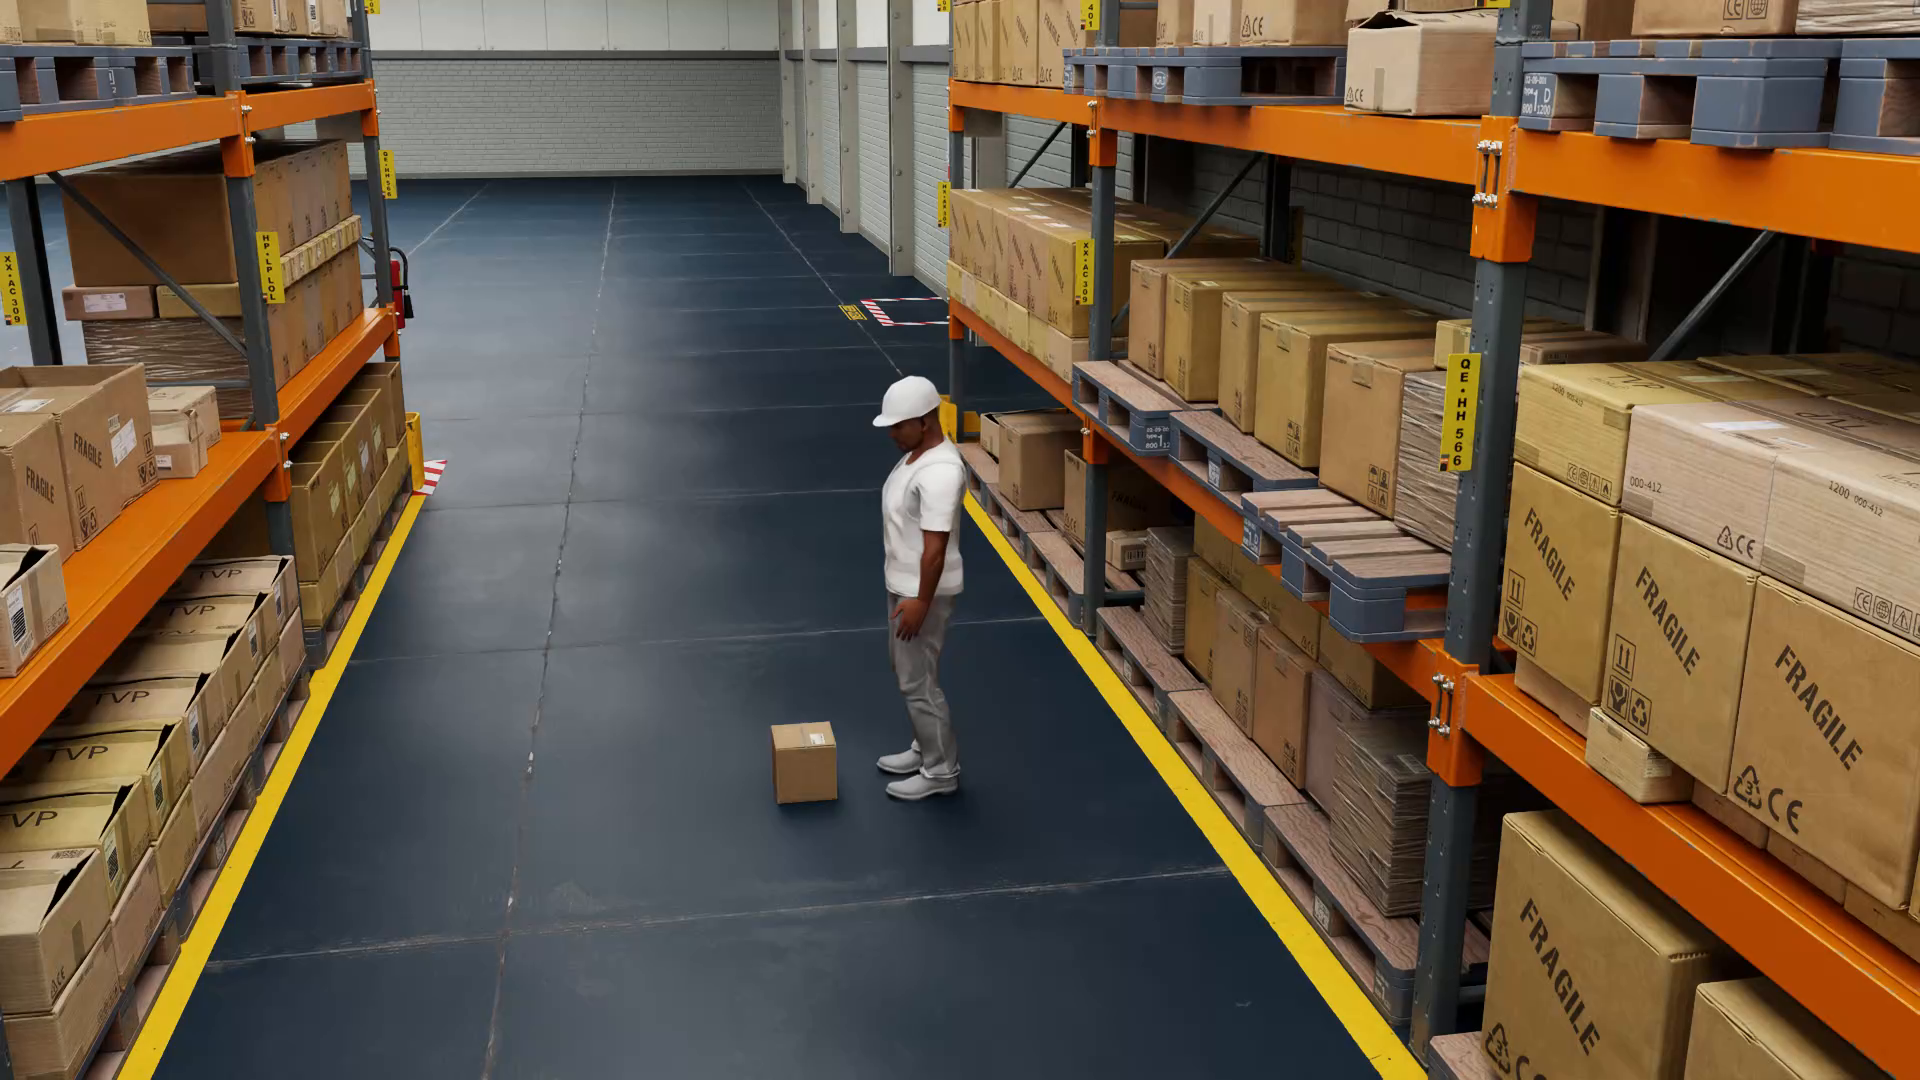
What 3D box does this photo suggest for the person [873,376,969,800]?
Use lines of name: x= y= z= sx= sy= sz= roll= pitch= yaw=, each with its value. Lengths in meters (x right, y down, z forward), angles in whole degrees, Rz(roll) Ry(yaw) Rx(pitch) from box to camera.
person: x=-0.163 y=0.193 z=6.846 sx=0.373 sy=1.757 sz=0.569 roll=-3 pitch=16 yaw=-9
